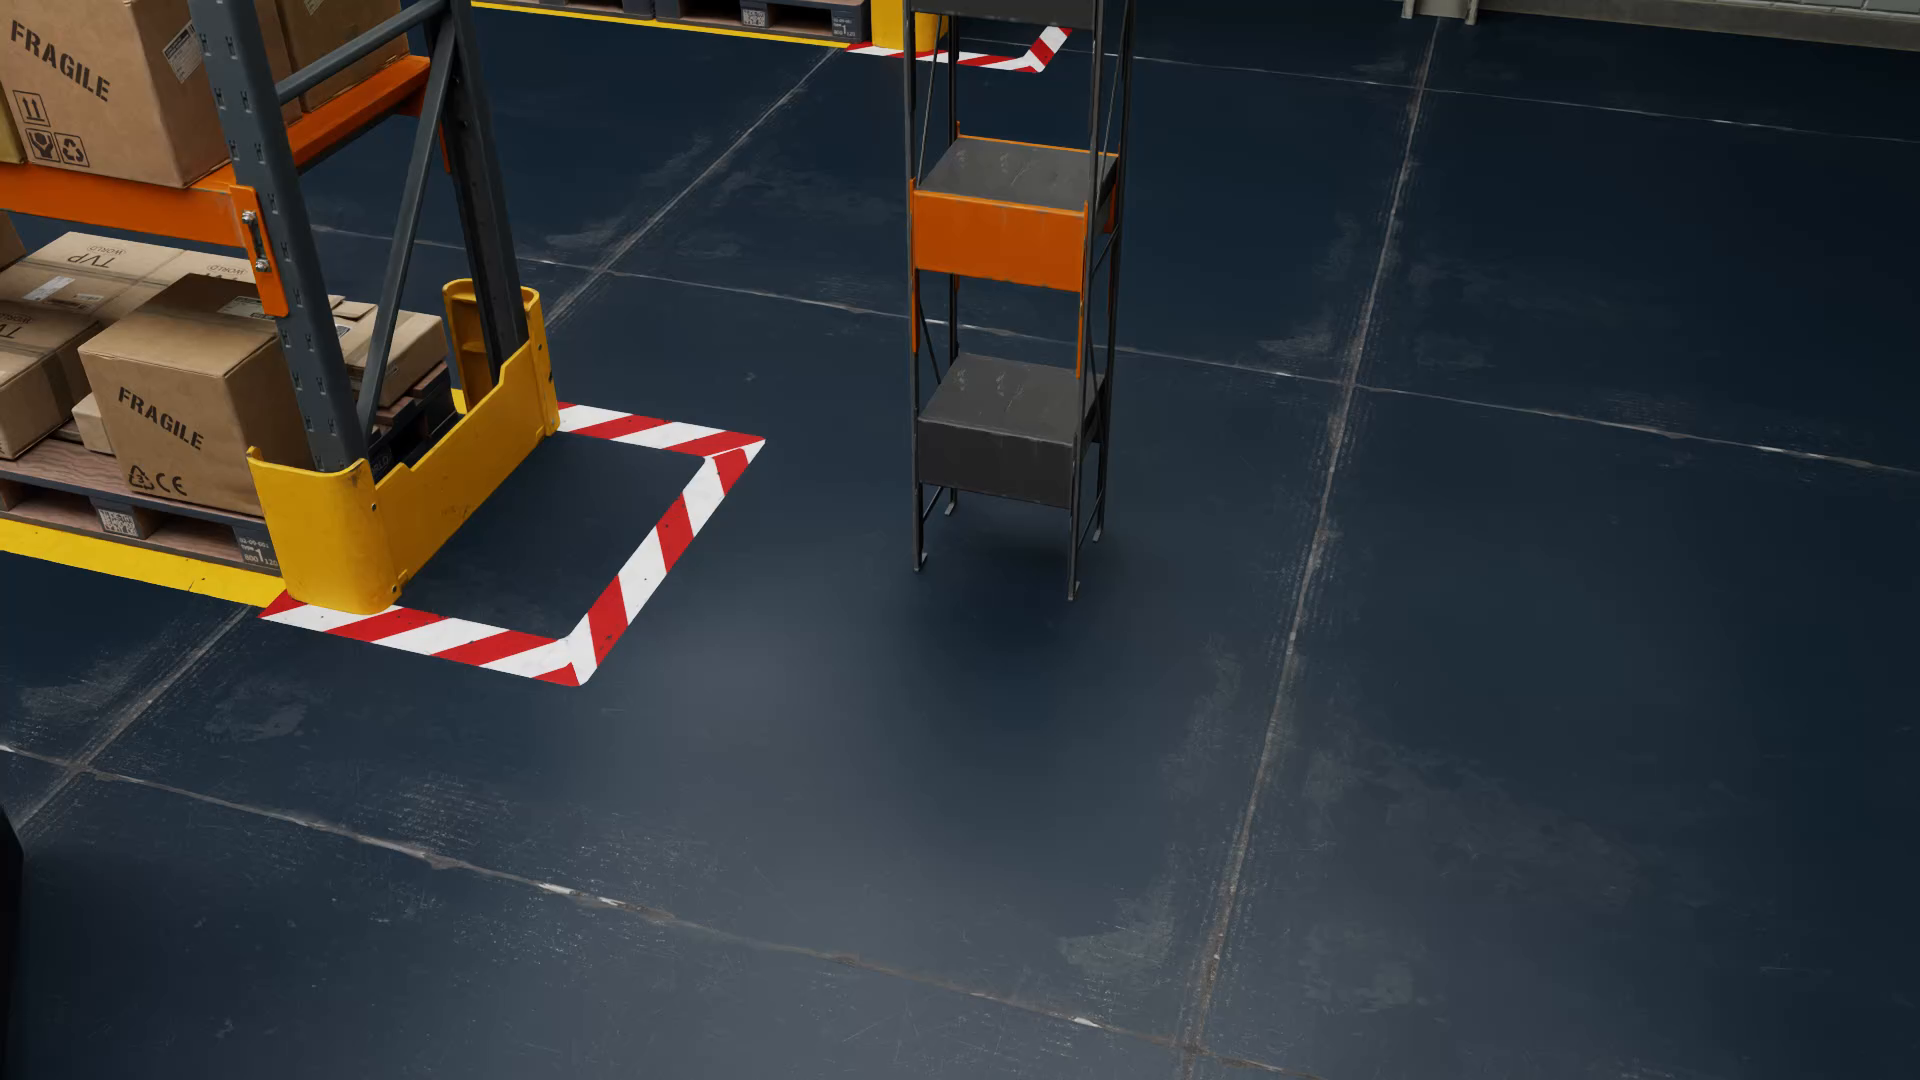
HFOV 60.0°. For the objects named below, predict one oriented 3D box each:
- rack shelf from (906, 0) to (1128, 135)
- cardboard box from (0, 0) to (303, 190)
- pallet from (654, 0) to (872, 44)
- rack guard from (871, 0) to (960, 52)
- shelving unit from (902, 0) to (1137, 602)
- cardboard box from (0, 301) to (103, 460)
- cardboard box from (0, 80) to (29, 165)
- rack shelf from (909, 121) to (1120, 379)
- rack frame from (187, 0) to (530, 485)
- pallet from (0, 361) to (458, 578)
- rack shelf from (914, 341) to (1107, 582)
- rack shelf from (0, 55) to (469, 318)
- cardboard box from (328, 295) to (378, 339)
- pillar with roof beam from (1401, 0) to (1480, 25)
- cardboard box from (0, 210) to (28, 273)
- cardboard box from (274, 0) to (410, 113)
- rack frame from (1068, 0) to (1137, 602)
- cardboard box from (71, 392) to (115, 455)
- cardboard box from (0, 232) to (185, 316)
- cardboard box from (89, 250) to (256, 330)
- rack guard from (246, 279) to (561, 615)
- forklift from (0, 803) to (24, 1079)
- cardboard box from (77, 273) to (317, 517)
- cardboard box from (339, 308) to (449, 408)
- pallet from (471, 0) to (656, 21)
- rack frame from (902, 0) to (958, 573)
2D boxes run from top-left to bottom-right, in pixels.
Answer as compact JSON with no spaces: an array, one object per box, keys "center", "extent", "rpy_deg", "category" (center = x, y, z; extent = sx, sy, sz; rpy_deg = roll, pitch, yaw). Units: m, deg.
[{"center":[0.158,-1.369,4.181],"extent":[0.480,0.518,0.431],"rpy_deg":[10,38,14],"category":"rack shelf"},{"center":[-2.151,-1.287,4.384],"extent":[0.500,0.500,0.500],"rpy_deg":[12,38,15],"category":"cardboard box"},{"center":[-0.955,-3.099,9.283],"extent":[1.213,0.211,1.003],"rpy_deg":[10,38,14],"category":"pallet"},{"center":[-0.146,-3.114,9.059],"extent":[0.348,0.500,1.175],"rpy_deg":[10,38,14],"category":"rack guard"},{"center":[0.158,-0.816,4.588],"extent":[0.503,2.100,0.431],"rpy_deg":[10,38,14],"category":"shelving unit"},{"center":[-3.133,-0.533,5.392],"extent":[0.500,0.250,0.500],"rpy_deg":[10,38,14],"category":"cardboard box"},{"center":[-2.647,-1.377,4.506],"extent":[0.500,0.500,0.500],"rpy_deg":[11,38,14],"category":"cardboard box"},{"center":[0.158,-0.805,4.596],"extent":[0.480,0.518,0.431],"rpy_deg":[10,38,14],"category":"rack shelf"},{"center":[-1.642,-1.322,4.515],"extent":[0.127,3.000,1.000],"rpy_deg":[10,38,14],"category":"rack frame"},{"center":[-2.476,-0.352,5.551],"extent":[1.213,0.211,1.003],"rpy_deg":[10,38,14],"category":"pallet"},{"center":[0.158,-0.242,5.011],"extent":[0.480,0.518,0.431],"rpy_deg":[10,38,14],"category":"rack shelf"},{"center":[-3.551,-1.385,5.209],"extent":[4.000,0.370,1.077],"rpy_deg":[10,38,14],"category":"rack shelf"},{"center":[-2.178,-0.670,5.649],"extent":[0.250,0.166,0.380],"rpy_deg":[10,38,14],"category":"cardboard box"},{"center":[1.382,-4.118,3.253],"extent":[0.400,9.000,9.100],"rpy_deg":[10,38,14],"category":"pillar with roof beam"},{"center":[-3.666,-0.871,5.638],"extent":[0.637,0.503,0.797],"rpy_deg":[10,38,14],"category":"cardboard box"},{"center":[-1.987,-1.589,4.795],"extent":[0.500,0.500,0.500],"rpy_deg":[11,38,15],"category":"cardboard box"},{"center":[0.391,-0.773,4.529],"extent":[0.015,2.100,0.400],"rpy_deg":[10,38,14],"category":"rack frame"},{"center":[-2.595,-0.437,5.332],"extent":[0.250,0.166,0.380],"rpy_deg":[10,38,14],"category":"cardboard box"},{"center":[-3.031,-0.825,5.789],"extent":[0.500,0.250,0.500],"rpy_deg":[10,38,14],"category":"cardboard box"},{"center":[-2.554,-0.736,5.668],"extent":[0.500,0.250,0.500],"rpy_deg":[10,38,14],"category":"cardboard box"},{"center":[-1.715,-0.328,5.274],"extent":[0.348,0.500,1.175],"rpy_deg":[10,38,14],"category":"rack guard"},{"center":[-3.558,0.207,2.496],"extent":[3.031,2.935,1.130],"rpy_deg":[-13,38,-17],"category":"forklift"},{"center":[-2.235,-0.449,5.067],"extent":[0.500,0.500,0.500],"rpy_deg":[10,38,14],"category":"cardboard box"},{"center":[-1.940,-0.619,5.595],"extent":[0.250,0.149,0.380],"rpy_deg":[10,38,14],"category":"cardboard box"},{"center":[-2.116,-3.316,9.577],"extent":[1.213,0.211,1.003],"rpy_deg":[10,38,14],"category":"pallet"},{"center":[-0.075,-0.860,4.646],"extent":[0.015,2.100,0.400],"rpy_deg":[10,38,14],"category":"rack frame"}]
